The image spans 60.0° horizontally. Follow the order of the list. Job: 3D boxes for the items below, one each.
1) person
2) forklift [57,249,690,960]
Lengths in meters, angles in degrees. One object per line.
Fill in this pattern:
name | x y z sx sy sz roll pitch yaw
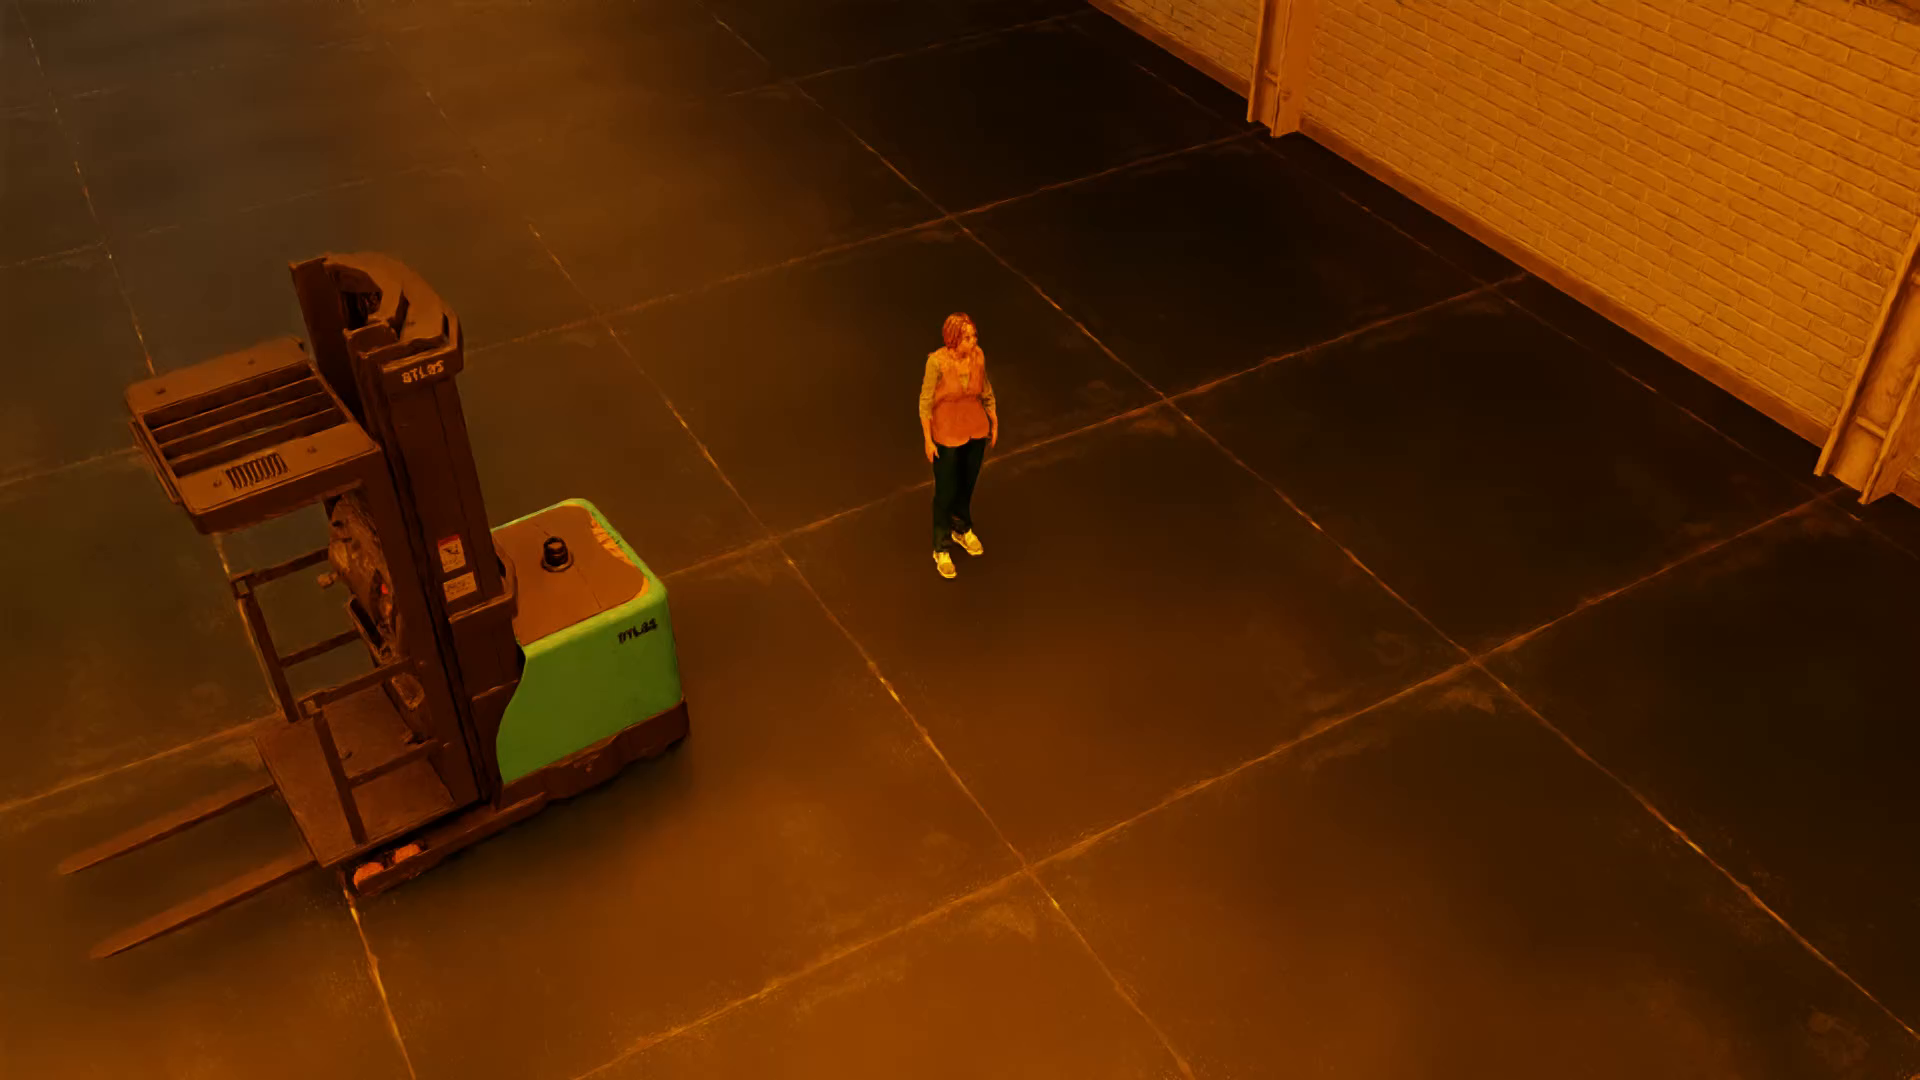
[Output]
person | 0.025 -0.569 9.768 0.520 1.583 0.474 -20 44 -23
forklift | -2.959 0.243 7.743 3.031 2.935 1.130 -24 46 -27
